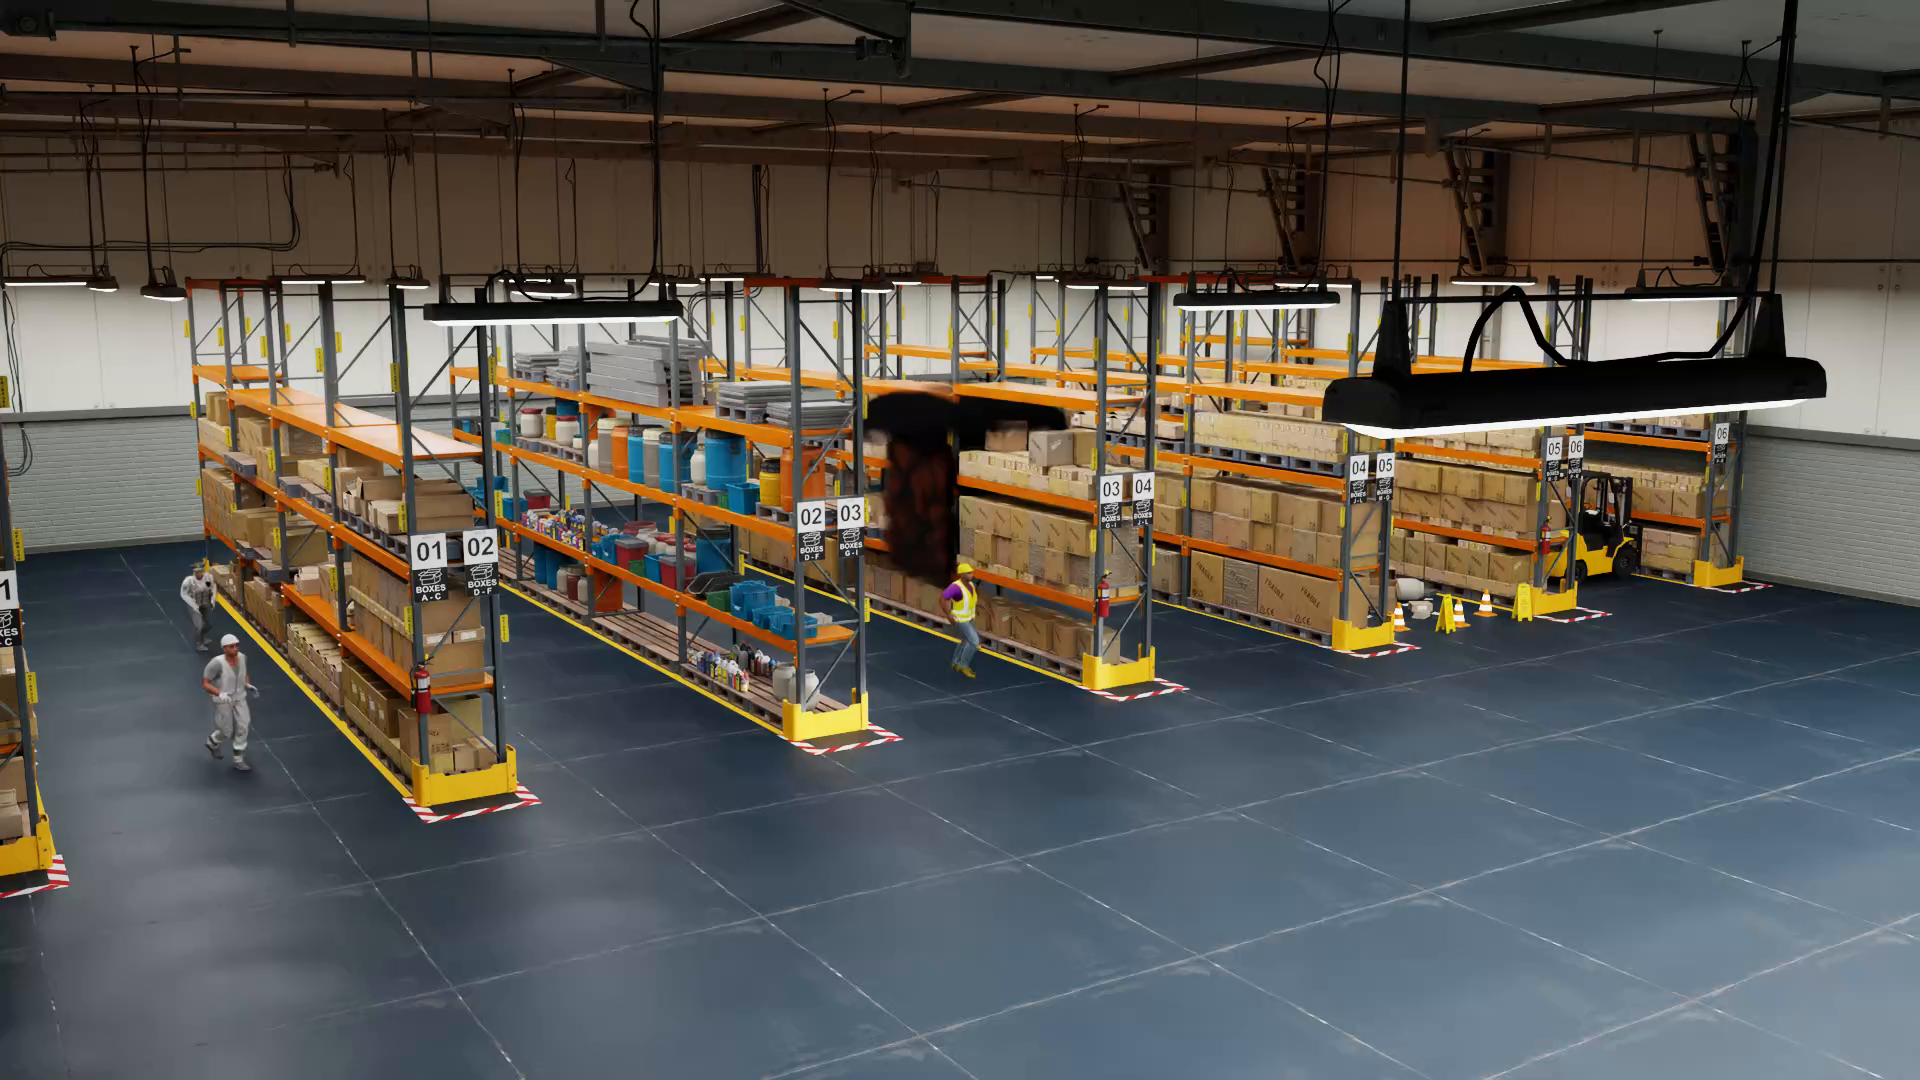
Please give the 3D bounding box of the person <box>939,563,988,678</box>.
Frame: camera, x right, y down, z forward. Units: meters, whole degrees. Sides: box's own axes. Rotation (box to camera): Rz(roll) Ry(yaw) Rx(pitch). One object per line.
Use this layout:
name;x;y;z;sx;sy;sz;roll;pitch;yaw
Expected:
person;0.066;1.224;25.132;0.643;1.772;0.761;5;11;28

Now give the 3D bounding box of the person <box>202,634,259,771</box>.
person;-9.225;2.008;20.881;0.816;1.738;0.658;7;12;37

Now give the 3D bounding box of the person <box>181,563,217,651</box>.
person;-12.423;1.068;27.134;0.828;1.509;0.604;8;13;40
